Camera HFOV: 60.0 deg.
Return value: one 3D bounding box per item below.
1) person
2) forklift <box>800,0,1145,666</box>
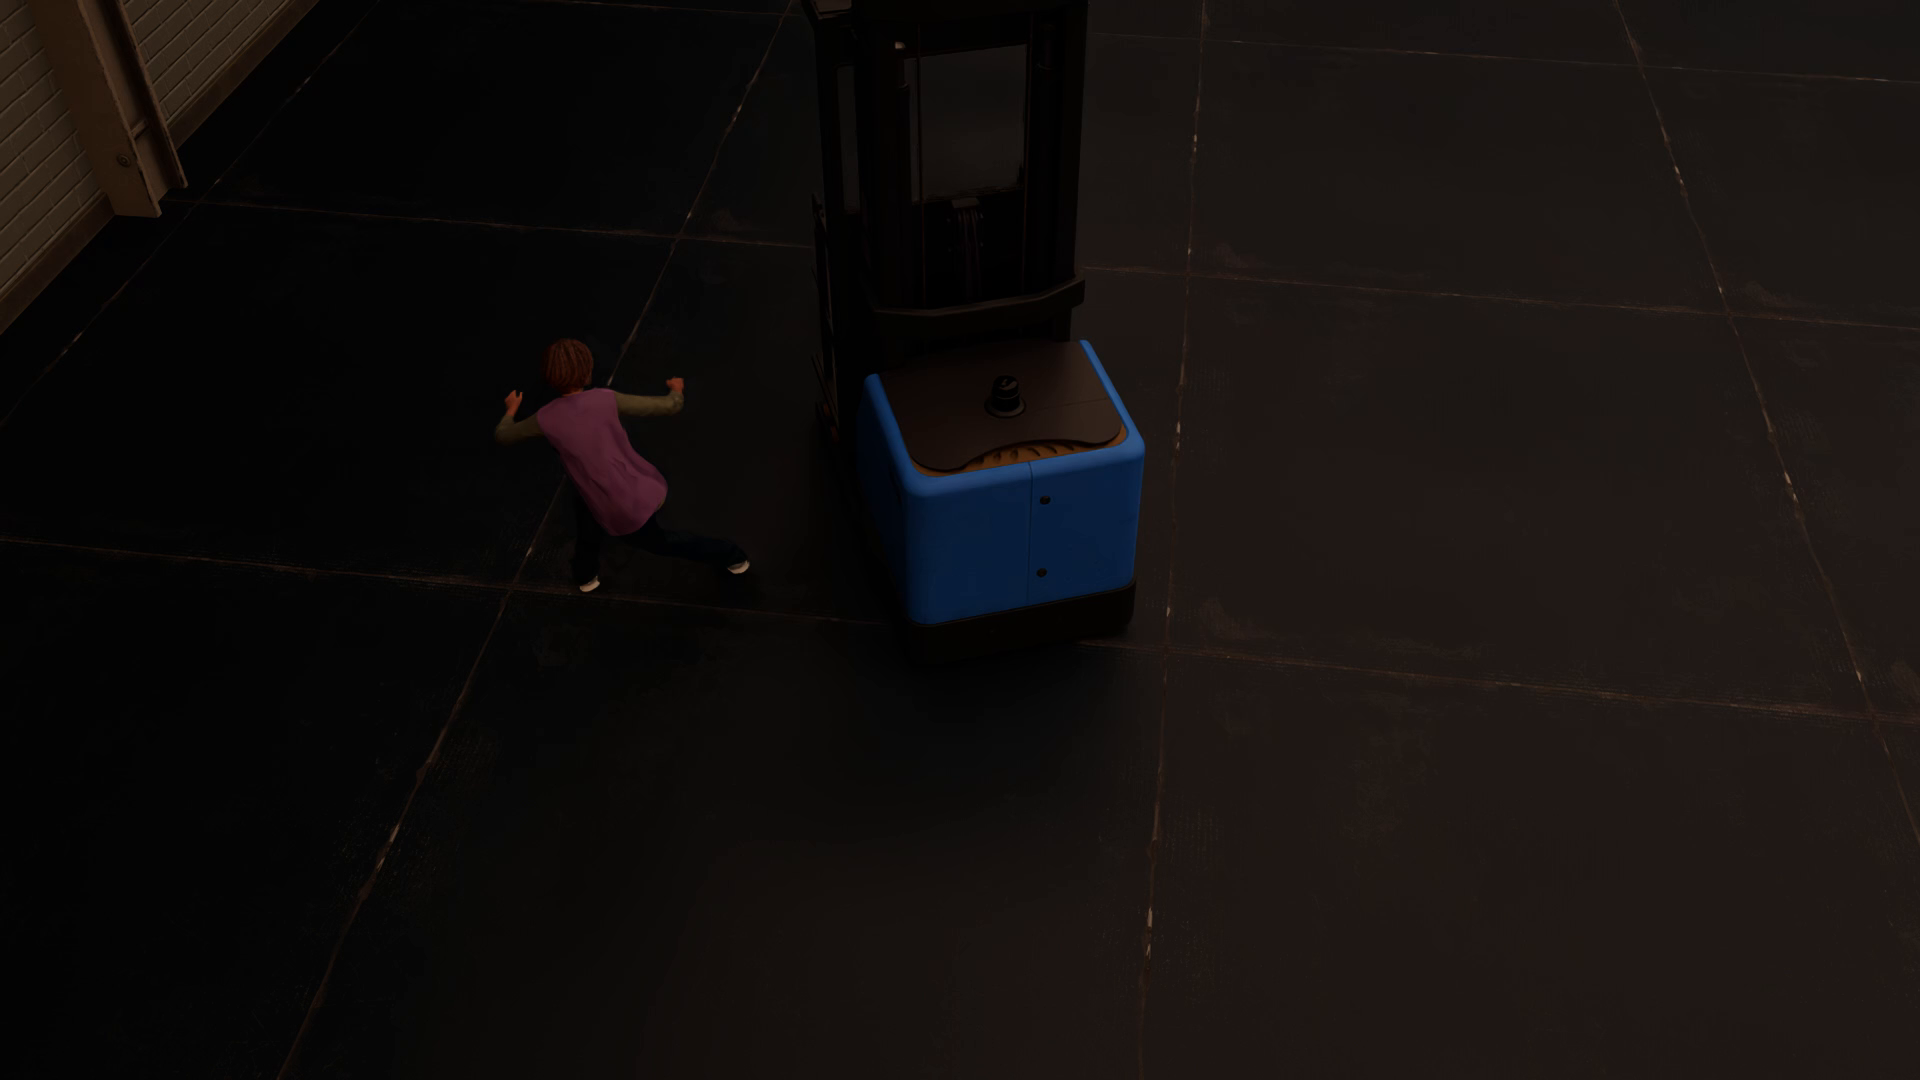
[{"bbox_3d":[-1.507,-0.344,7.254,0.937,1.384,0.827,28,49,27],"label":"person"},{"bbox_3d":[-0.104,-1.548,7.409,1.130,2.935,3.031,-10,44,-11],"label":"forklift"}]
